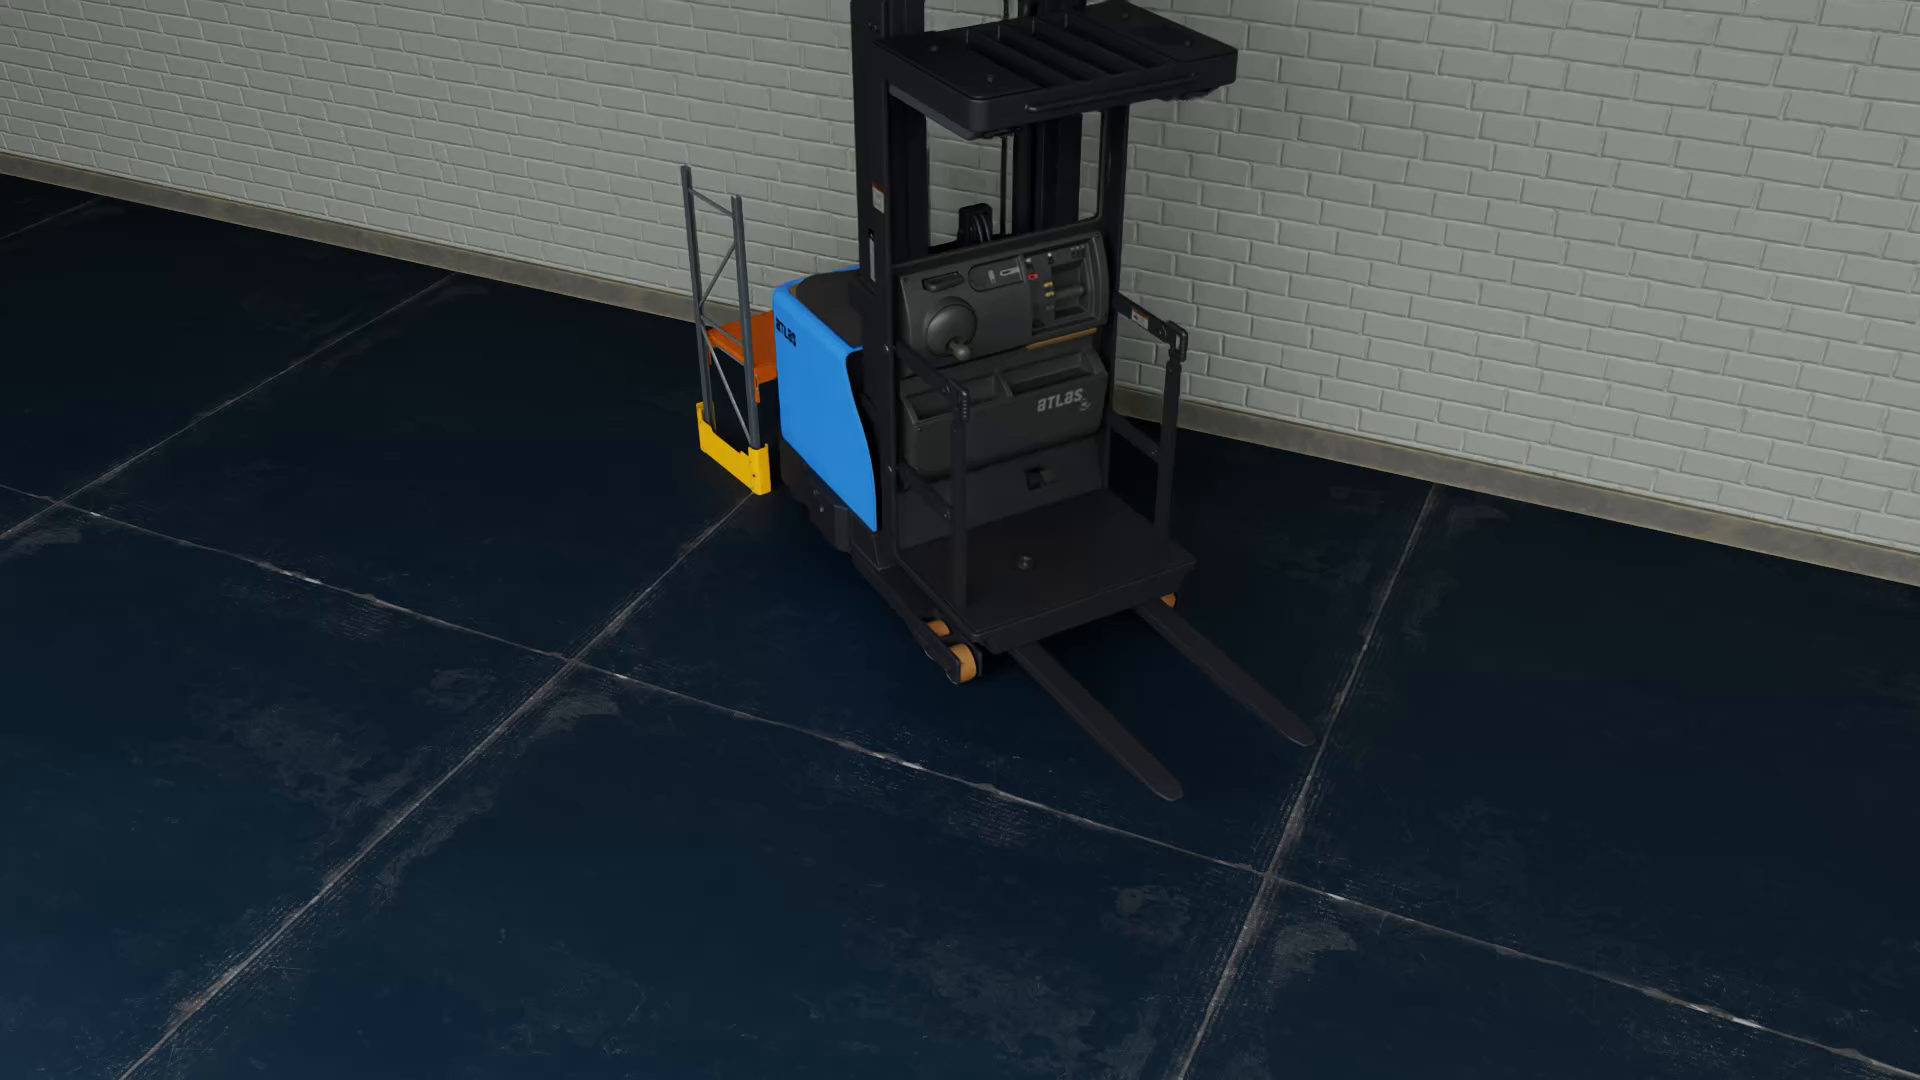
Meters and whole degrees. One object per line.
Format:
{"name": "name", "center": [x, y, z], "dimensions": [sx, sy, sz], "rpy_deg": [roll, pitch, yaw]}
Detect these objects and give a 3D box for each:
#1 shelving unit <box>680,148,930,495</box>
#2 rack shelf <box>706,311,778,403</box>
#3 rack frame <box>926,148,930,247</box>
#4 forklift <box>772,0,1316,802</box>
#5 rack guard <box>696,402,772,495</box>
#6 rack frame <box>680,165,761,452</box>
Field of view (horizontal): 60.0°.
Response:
{"name": "shelving unit", "center": [-0.722, -1.147, 8.132], "dimensions": [1.083, 1.500, 0.587], "rpy_deg": [-22, 39, -30]}
{"name": "rack shelf", "center": [-0.715, -1.000, 8.235], "dimensions": [1.000, 0.185, 0.538], "rpy_deg": [-22, 39, -30]}
{"name": "rack frame", "center": [-0.308, -1.317, 8.391], "dimensions": [0.032, 1.500, 0.500], "rpy_deg": [-22, 39, -30]}
{"name": "forklift", "center": [0.294, -0.921, 6.481], "dimensions": [1.130, 2.935, 3.031], "rpy_deg": [-17, 37, -24]}
{"name": "rack guard", "center": [-1.121, -0.461, 8.225], "dimensions": [0.087, 0.250, 0.587], "rpy_deg": [-22, 39, -30]}
{"name": "rack frame", "center": [-1.122, -0.983, 7.882], "dimensions": [0.032, 1.500, 0.500], "rpy_deg": [-22, 39, -30]}
